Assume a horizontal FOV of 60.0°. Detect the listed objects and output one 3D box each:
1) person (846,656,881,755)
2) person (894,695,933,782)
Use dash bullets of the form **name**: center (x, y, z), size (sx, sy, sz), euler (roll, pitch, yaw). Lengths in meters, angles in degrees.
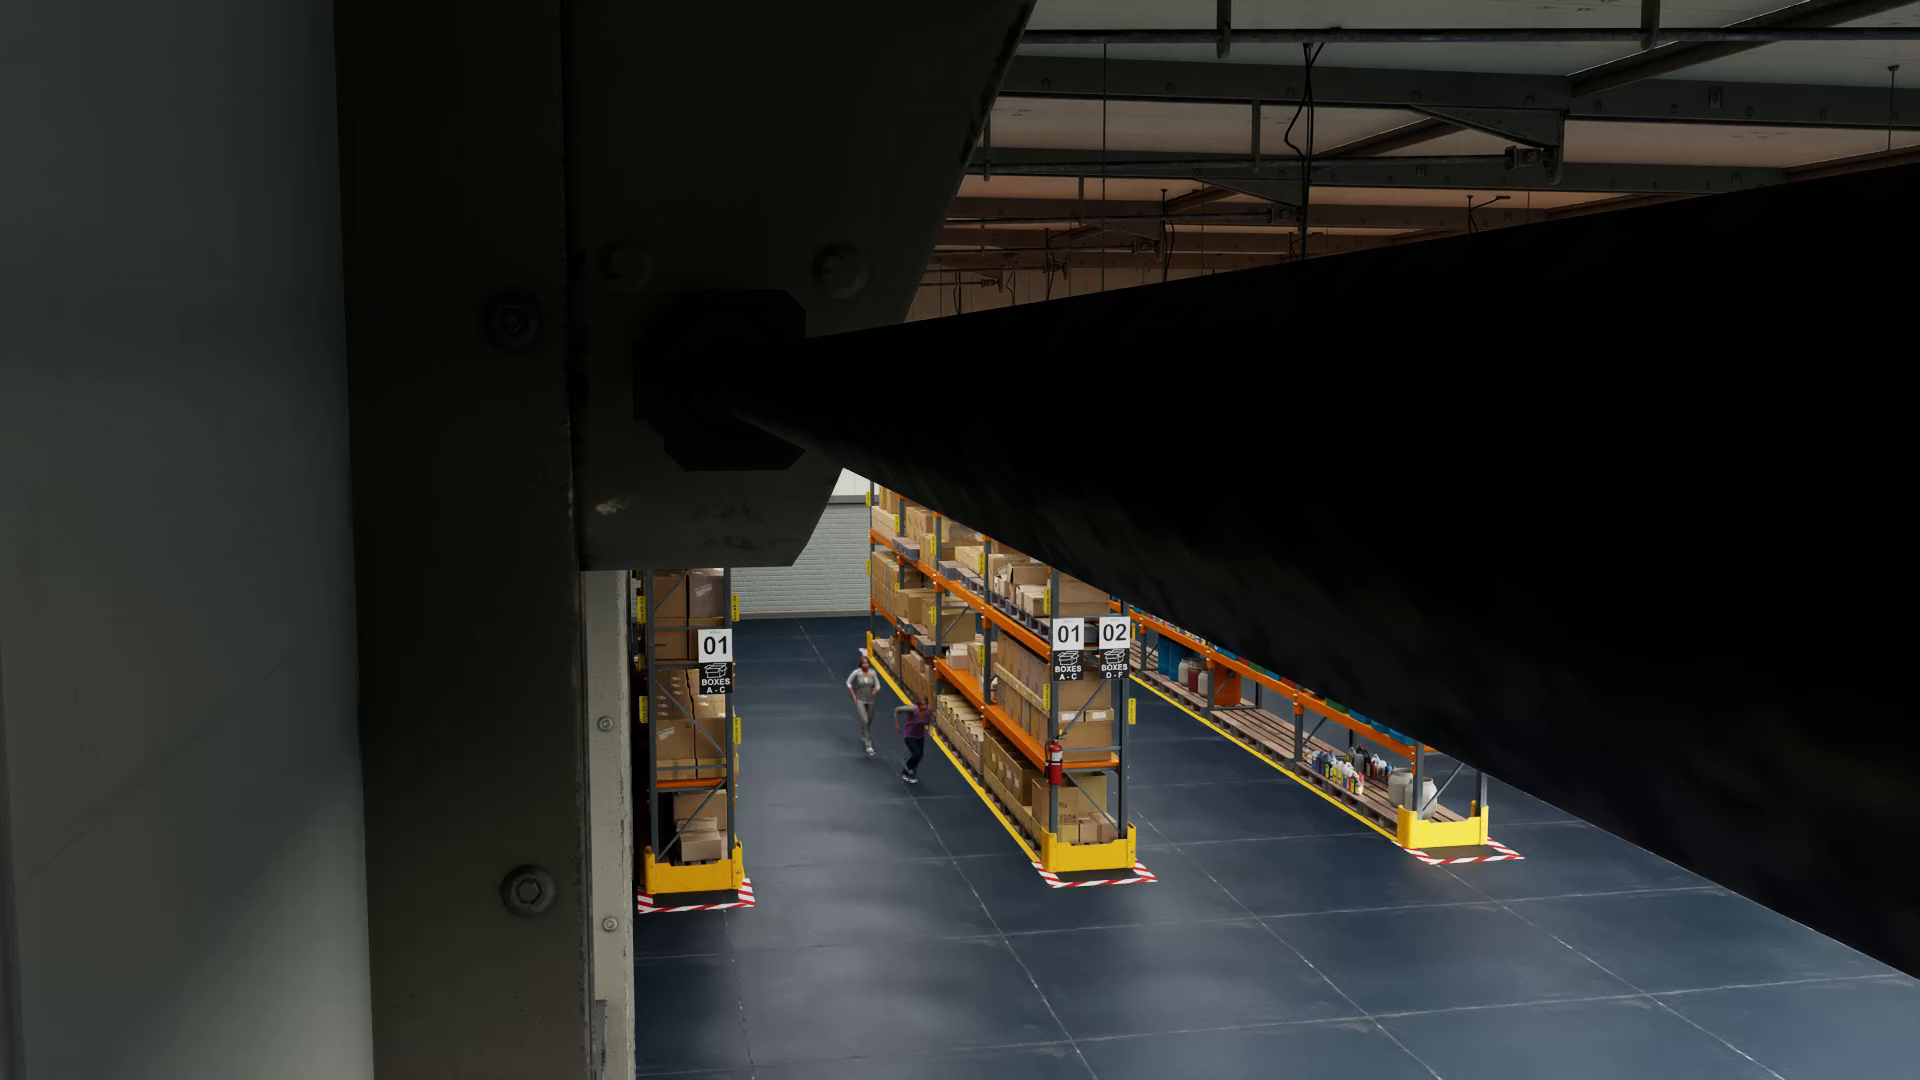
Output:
- **person**: center (-1.579, 2.681, 27.368), size (0.546, 1.596, 0.776), euler (-2, 6, -16)
- **person**: center (-0.702, 3.004, 25.056), size (0.566, 1.431, 0.829), euler (-3, 7, -26)
